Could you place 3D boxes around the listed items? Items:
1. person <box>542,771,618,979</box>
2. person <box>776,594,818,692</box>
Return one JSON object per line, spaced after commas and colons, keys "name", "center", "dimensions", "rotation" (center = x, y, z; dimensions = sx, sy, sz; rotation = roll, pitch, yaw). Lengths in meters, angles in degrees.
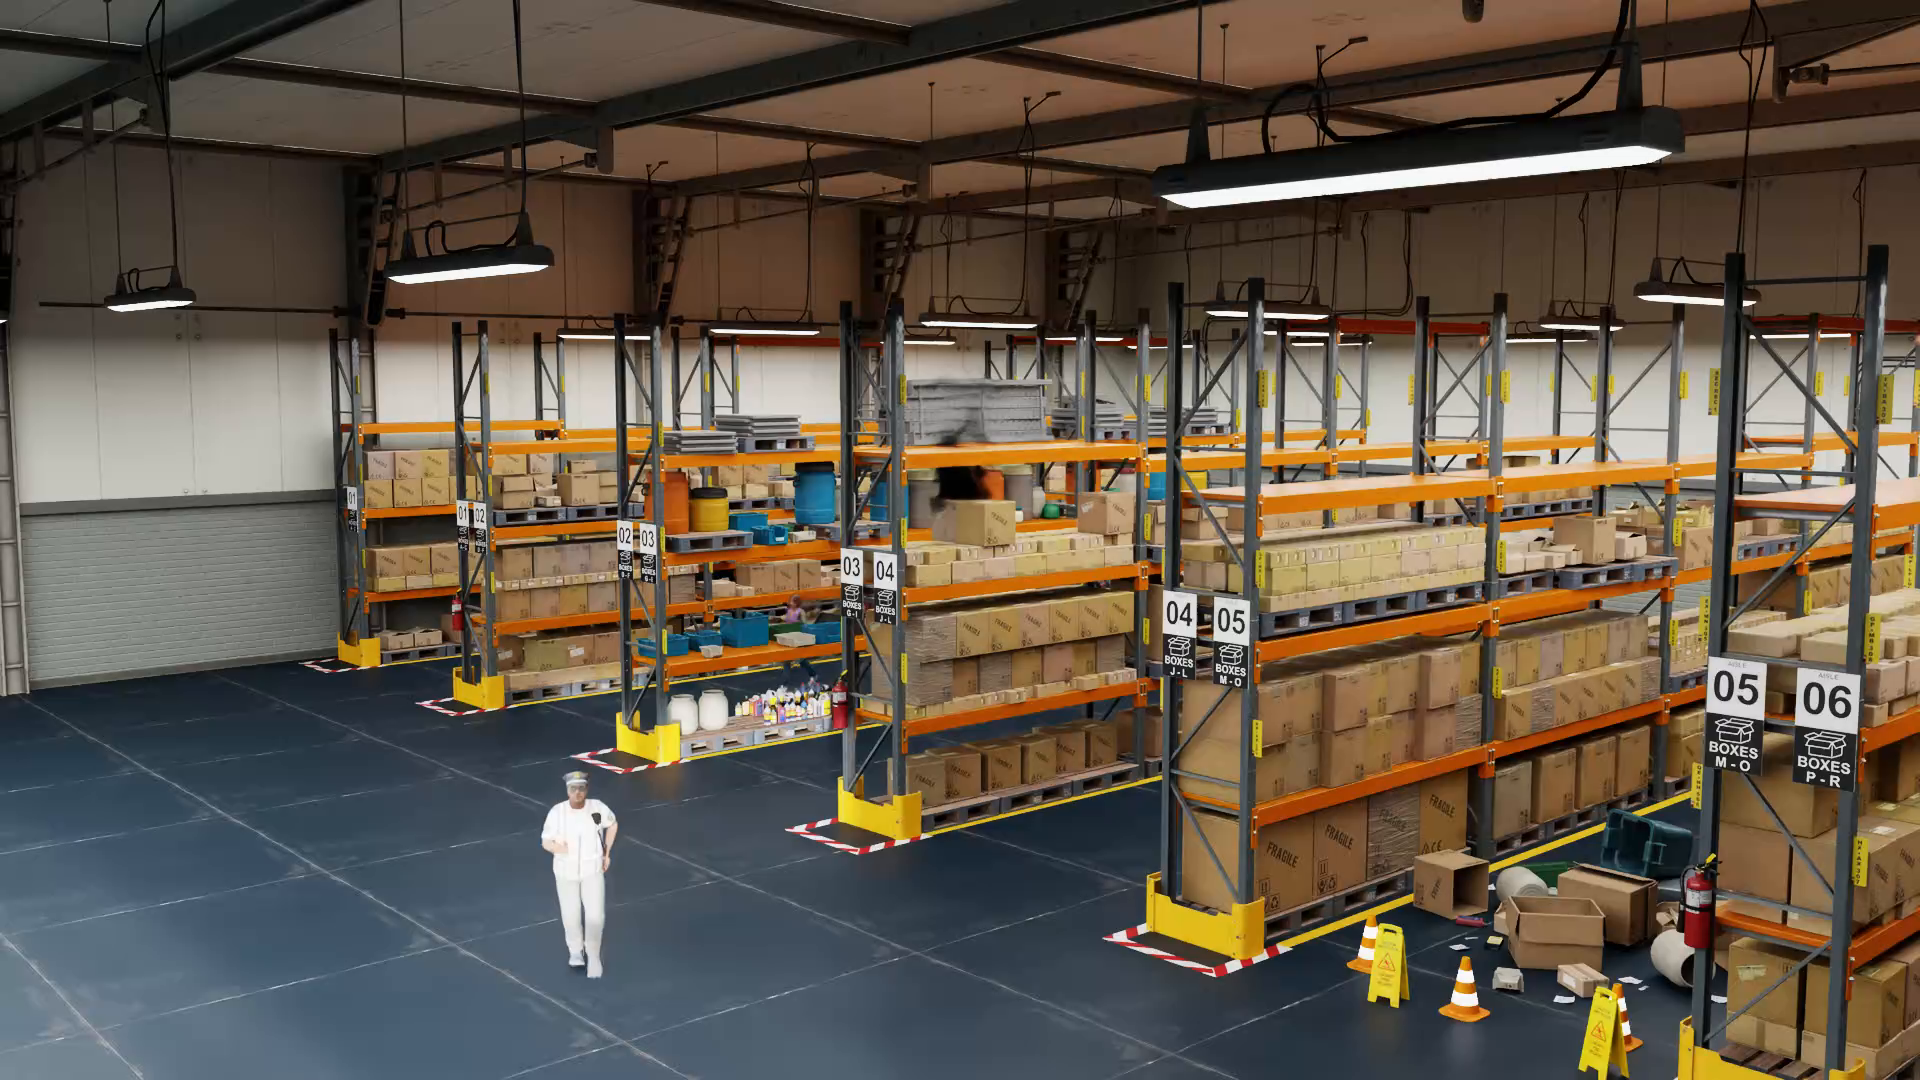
{"name": "person", "center": [-3.263, 2.888, 14.305], "dimensions": [0.641, 1.826, 0.696], "rotation": [-1, 6, -12]}
{"name": "person", "center": [-2.677, 1.672, 27.102], "dimensions": [0.534, 1.590, 0.890], "rotation": [4, 7, 37]}
